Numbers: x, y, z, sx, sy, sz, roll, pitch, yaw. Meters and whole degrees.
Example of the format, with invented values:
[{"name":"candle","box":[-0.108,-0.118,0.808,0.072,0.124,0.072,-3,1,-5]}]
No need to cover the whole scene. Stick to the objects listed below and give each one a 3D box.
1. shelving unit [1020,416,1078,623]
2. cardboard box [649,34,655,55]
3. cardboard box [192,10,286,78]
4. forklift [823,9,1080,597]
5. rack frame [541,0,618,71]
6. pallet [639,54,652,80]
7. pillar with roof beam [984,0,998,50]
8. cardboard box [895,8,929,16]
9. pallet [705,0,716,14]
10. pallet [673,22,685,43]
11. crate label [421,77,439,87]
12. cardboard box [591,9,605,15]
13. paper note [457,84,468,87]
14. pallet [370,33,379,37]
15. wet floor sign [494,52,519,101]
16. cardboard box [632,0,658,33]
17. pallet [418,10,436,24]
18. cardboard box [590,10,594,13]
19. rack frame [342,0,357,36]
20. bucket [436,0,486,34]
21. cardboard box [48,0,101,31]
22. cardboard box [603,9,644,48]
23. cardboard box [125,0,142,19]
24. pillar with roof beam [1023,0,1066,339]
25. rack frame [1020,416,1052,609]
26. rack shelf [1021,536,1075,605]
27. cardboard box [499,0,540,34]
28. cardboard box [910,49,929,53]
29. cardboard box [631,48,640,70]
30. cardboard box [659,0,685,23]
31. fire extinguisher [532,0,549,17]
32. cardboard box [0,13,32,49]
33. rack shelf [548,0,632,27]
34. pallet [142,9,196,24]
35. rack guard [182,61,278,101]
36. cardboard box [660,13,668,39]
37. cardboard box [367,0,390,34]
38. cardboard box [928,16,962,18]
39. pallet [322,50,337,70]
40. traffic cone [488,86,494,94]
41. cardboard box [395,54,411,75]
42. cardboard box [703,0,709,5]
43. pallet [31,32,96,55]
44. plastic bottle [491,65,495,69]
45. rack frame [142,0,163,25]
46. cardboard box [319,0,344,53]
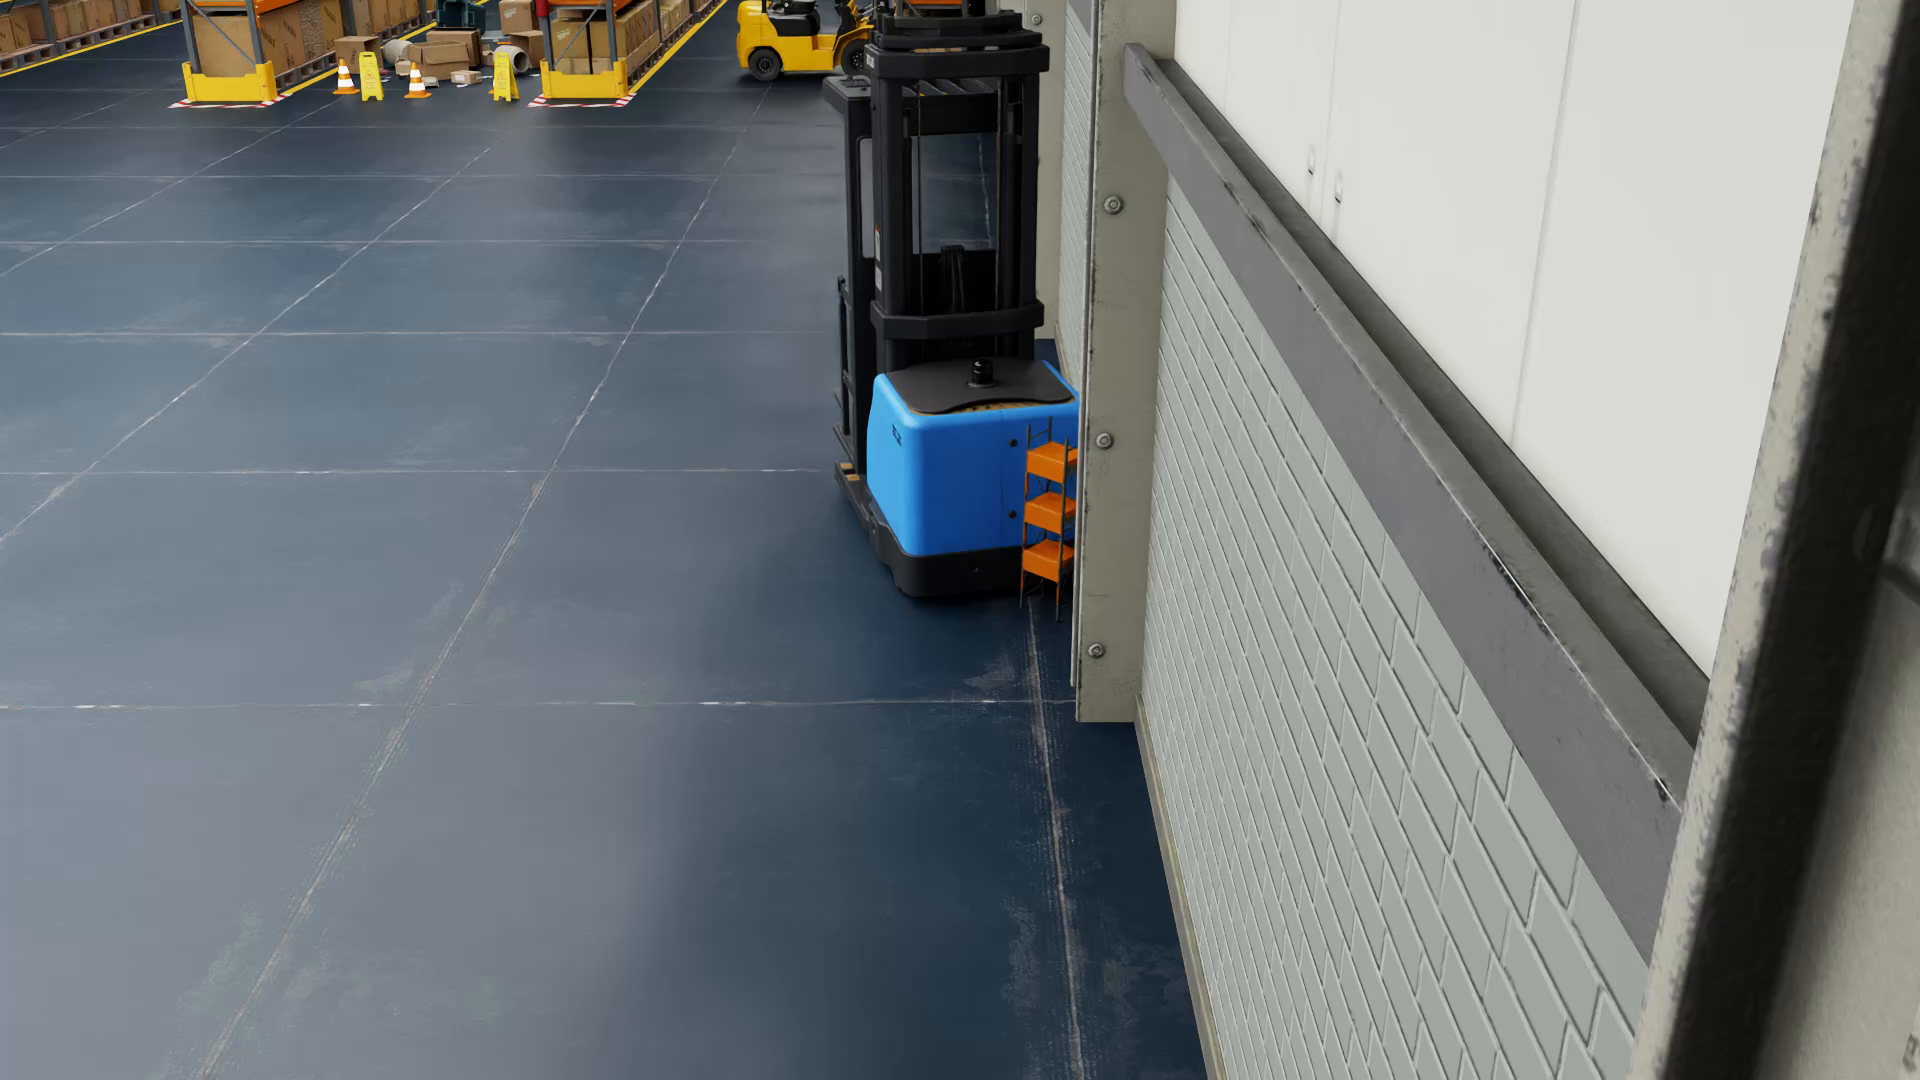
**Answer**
[{"name":"shelving unit","box":[0.493,-0.102,8.695,0.252,1.050,0.215,21,32,35]},{"name":"cardboard box","box":[-5.103,-7.817,26.221,0.500,0.250,0.500,-1,24,-2]},{"name":"cardboard box","box":[-10.373,-7.131,23.945,0.875,0.875,0.875,0,24,0]},{"name":"forklift","box":[-0.160,-1.611,9.755,1.130,2.935,3.031,-6,25,-13]},{"name":"rack frame","box":[-5.351,-7.692,23.118,1.000,3.000,0.127,0,24,-1]},{"name":"pallet","box":[-5.335,-7.289,25.611,1.003,0.211,1.213,0,24,-1]},{"name":"pillar with roof beam","box":[-3.798,-10.721,22.535,9.100,9.000,0.400,0,24,-1]},{"name":"cardboard box","box":[-0.729,-7.926,25.247,0.500,0.250,0.500,-1,24,-2]},{"name":"pallet","box":[-5.382,-10.545,32.809,1.003,0.211,1.213,0,24,-1]},{"name":"pallet","box":[-5.420,-8.895,29.160,1.003,0.211,1.213,0,24,-1]},{"name":"crate label","box":[-7.822,-6.738,24.481,0.250,0.136,0.298,-14,28,-28]},{"name":"cardboard box","box":[-5.628,-7.724,25.106,0.500,0.500,0.500,-1,24,-2]},{"name":"paper note","box":[-7.351,-6.720,24.571,0.148,0.019,0.142,-9,26,-19]},{"name":"pallet","box":[-10.427,-8.324,27.898,1.003,0.211,1.213,0,24,-1]},{"name":"wet floor sign","box":[-6.419,-6.536,23.419,0.267,0.644,0.232,8,26,18]},{"name":"cardboard box","box":[-5.120,-8.378,26.551,0.500,0.500,0.500,-1,24,-1]},{"name":"pallet","box":[-10.394,-9.976,31.552,1.003,0.211,1.213,0,24,-1]},{"name":"cardboard box","box":[-5.692,-7.960,24.840,0.380,0.149,0.250,1,24,2]},{"name":"rack frame","box":[-10.343,-9.277,26.621,1.000,3.000,0.127,0,24,-1]},{"name":"bucket","box":[-8.036,-8.432,26.881,0.726,0.611,0.620,8,16,18]},{"name":"cardboard box","box":[-15.282,-9.038,28.592,0.700,0.500,0.500,-2,24,-5]},{"name":"cardboard box","box":[-5.091,-7.738,25.136,0.500,0.500,0.500,0,24,0]},{"name":"cardboard box","box":[-15.320,-9.730,30.122,0.700,0.500,0.500,-2,24,-3]},{"name":"pillar with roof beam","box":[-3.668,-5.776,11.602,9.100,9.000,0.400,0,24,-1]},{"name":"rack frame","box":[0.400,-0.138,8.765,0.008,1.050,0.200,21,32,35]},{"name":"rack shelf","box":[0.487,0.158,8.818,0.240,0.259,0.215,21,32,35]},{"name":"cardboard box","box":[-7.174,-8.526,27.076,0.500,0.500,0.500,0,24,-1]},{"name":"cardboard box","box":[-0.705,-7.081,23.988,0.500,0.250,0.500,-1,24,-1]},{"name":"cardboard box","box":[-5.081,-7.175,24.801,0.500,0.250,0.500,1,24,1]},{"name":"cardboard box","box":[-5.426,-9.446,29.674,0.950,0.372,0.625,-1,24,-2]},{"name":"fire extinguisher","box":[-5.810,-7.608,23.025,0.296,0.674,0.183,0,24,-1]},{"name":"cardboard box","box":[-15.339,-8.183,26.727,0.500,0.500,0.500,-1,24,-2]},{"name":"rack shelf","box":[-5.373,-8.189,25.088,1.077,0.370,4.000,0,24,-1]},{"name":"pallet","box":[-15.281,-9.999,31.602,1.003,0.211,1.213,0,24,-1]},{"name":"rack guard","box":[-10.299,-6.479,23.470,1.175,0.500,0.348,0,24,-1]},{"name":"cardboard box","box":[-5.403,-8.551,27.695,0.950,0.372,0.625,0,24,0]},{"name":"cardboard box","box":[-10.446,-9.096,28.441,1.050,0.750,0.750,0,24,-1]},{"name":"cardboard box","box":[-0.212,-7.515,24.339,0.500,0.250,0.500,0,24,0]},{"name":"pallet","box":[-10.413,-7.692,26.502,1.003,0.211,1.213,0,24,-1]},{"name":"traffic cone","box":[-6.645,-6.708,24.019,0.336,0.463,0.334,0,24,-1]},{"name":"cardboard box","box":[-8.483,-7.331,25.636,0.396,0.266,0.258,4,25,9]},{"name":"cardboard box","box":[-5.368,-10.864,32.201,0.875,0.875,0.875,0,24,0]},{"name":"pallet","box":[-15.314,-8.346,27.948,1.003,0.211,1.213,0,24,-1]},{"name":"plastic bottle","box":[-7.256,-7.461,26.173,0.133,0.061,0.283,4,25,9]},{"name":"rack frame","box":[-15.347,-10.944,30.308,1.000,3.000,0.127,0,24,-1]},{"name":"cardboard box","box":[-10.406,-8.240,26.398,0.875,0.875,0.875,0,24,0]}]
